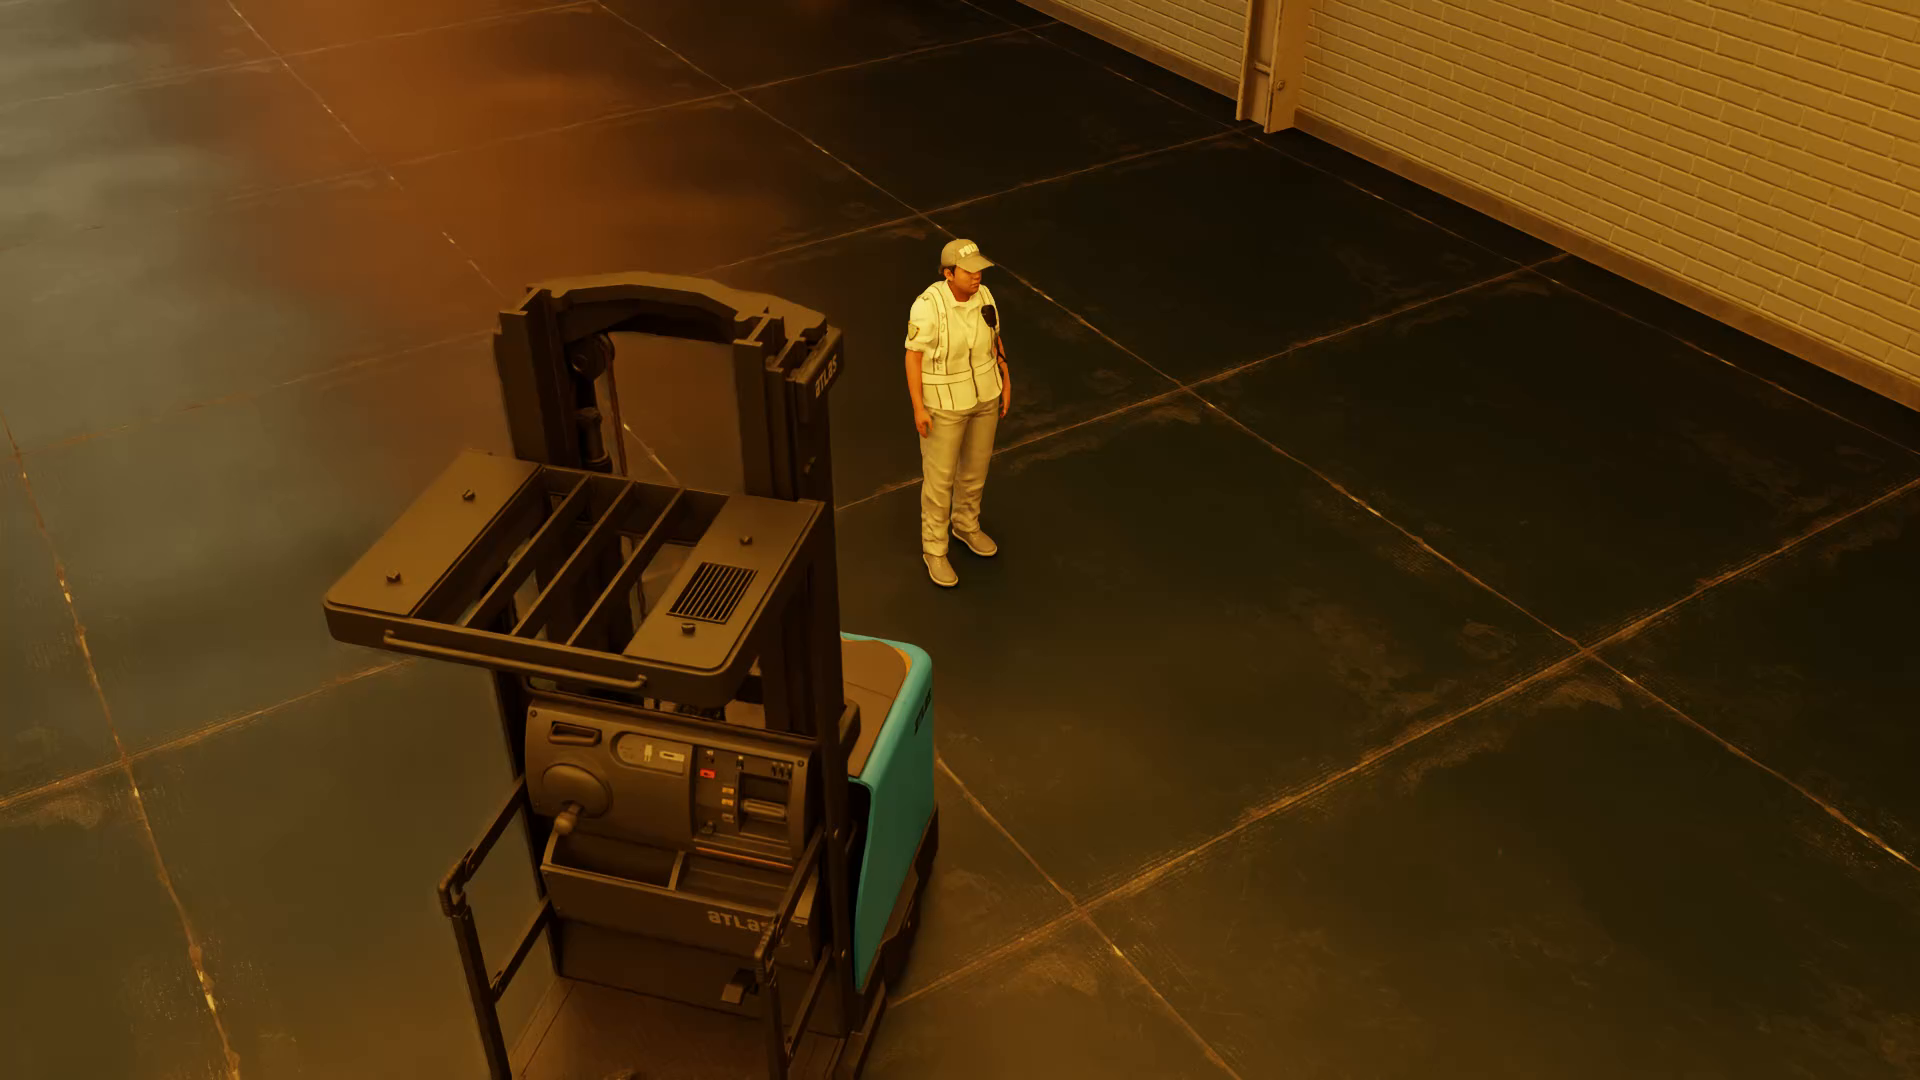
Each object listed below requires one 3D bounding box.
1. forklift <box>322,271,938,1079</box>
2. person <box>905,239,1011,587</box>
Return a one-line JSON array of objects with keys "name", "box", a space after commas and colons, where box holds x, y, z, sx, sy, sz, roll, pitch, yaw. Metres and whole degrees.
[{"name": "forklift", "box": [-0.965, 0.826, 4.973, 1.130, 2.935, 3.031, 9, 36, 12]}, {"name": "person", "box": [0.023, -0.645, 8.150, 0.598, 1.670, 0.529, -21, 40, -27]}]
